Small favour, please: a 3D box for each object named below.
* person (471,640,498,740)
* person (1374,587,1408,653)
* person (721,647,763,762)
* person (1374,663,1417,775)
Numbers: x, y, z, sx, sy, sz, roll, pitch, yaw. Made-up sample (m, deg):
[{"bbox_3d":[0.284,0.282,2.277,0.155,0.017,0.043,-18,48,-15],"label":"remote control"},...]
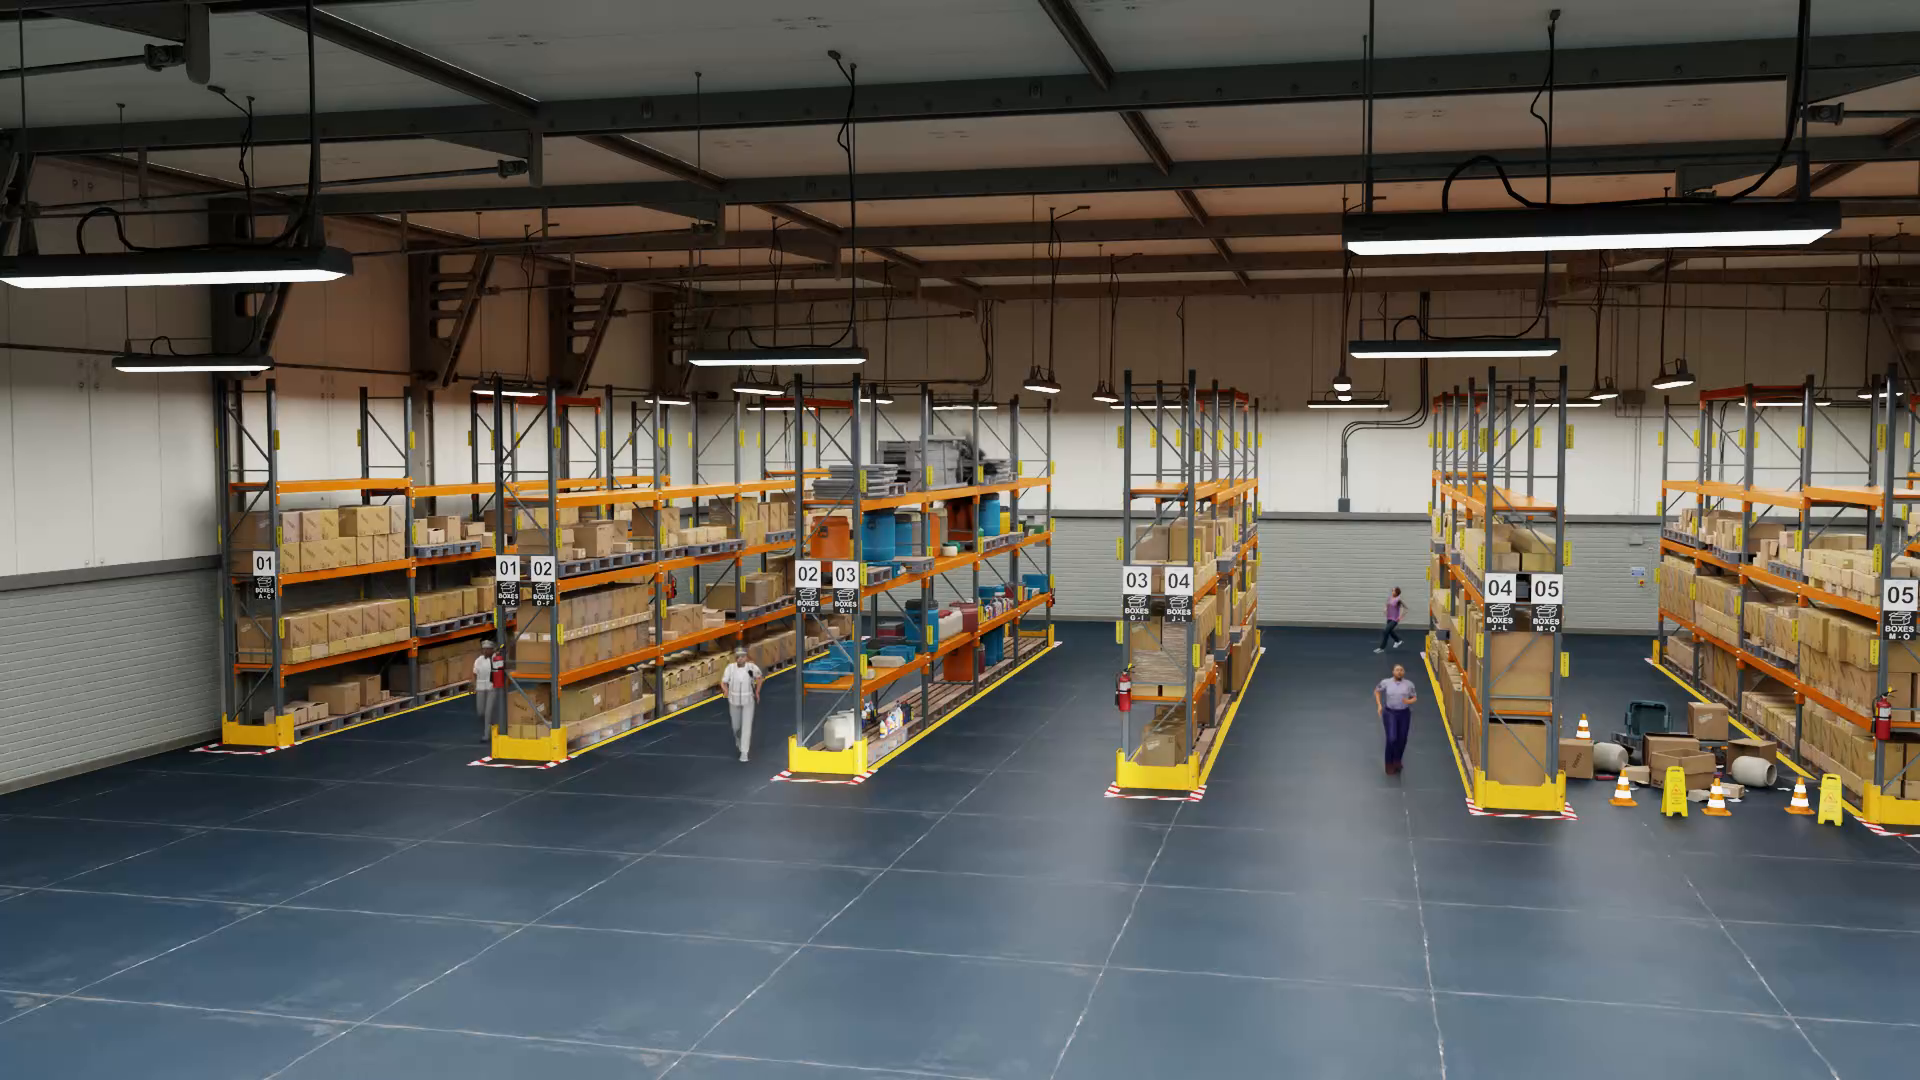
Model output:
[{"bbox_3d":[-7.928,2.503,27.962,0.575,1.665,0.611,0,3,-3],"label":"person"},{"bbox_3d":[10.170,1.869,39.015,0.874,1.564,0.603,-2,4,-27],"label":"person"},{"bbox_3d":[-3.437,2.545,26.258,0.647,1.767,0.950,0,3,-2],"label":"person"},{"bbox_3d":[6.565,2.690,24.996,0.575,1.689,0.711,0,3,2],"label":"person"}]
